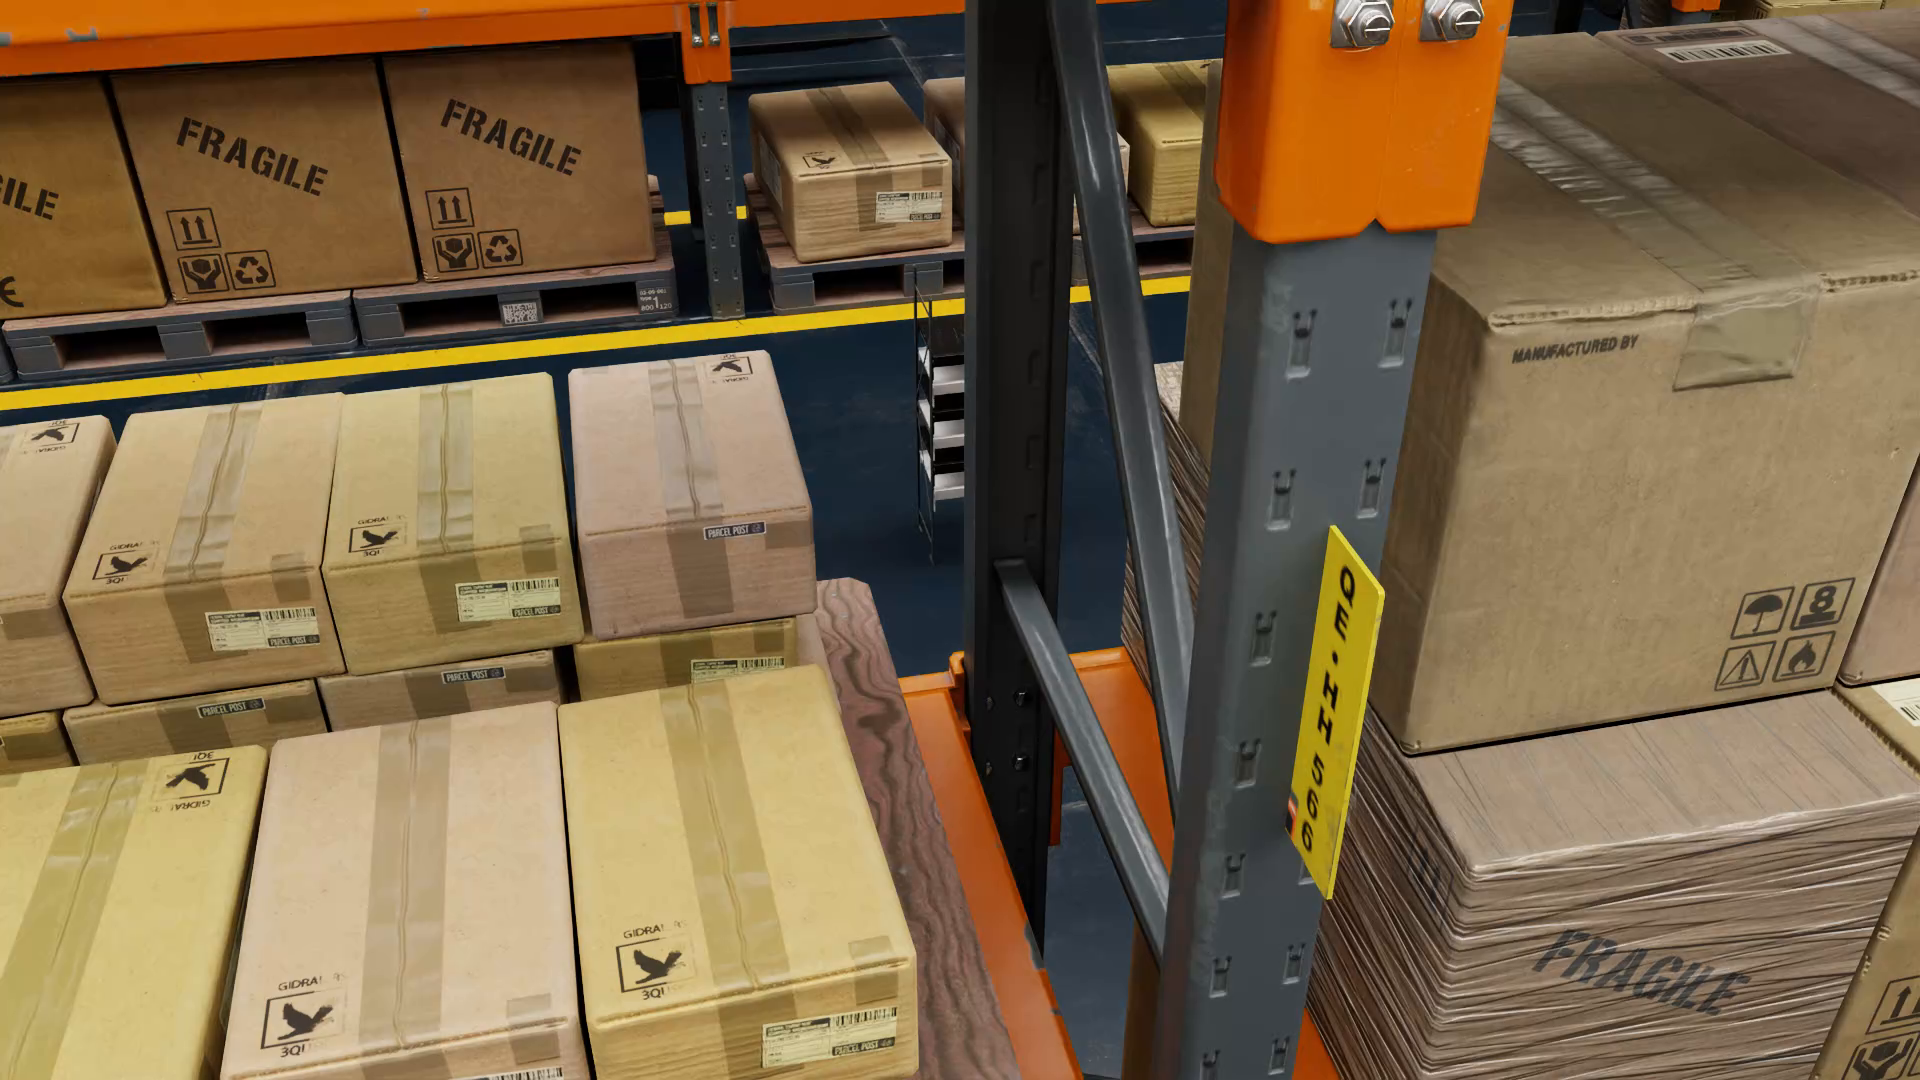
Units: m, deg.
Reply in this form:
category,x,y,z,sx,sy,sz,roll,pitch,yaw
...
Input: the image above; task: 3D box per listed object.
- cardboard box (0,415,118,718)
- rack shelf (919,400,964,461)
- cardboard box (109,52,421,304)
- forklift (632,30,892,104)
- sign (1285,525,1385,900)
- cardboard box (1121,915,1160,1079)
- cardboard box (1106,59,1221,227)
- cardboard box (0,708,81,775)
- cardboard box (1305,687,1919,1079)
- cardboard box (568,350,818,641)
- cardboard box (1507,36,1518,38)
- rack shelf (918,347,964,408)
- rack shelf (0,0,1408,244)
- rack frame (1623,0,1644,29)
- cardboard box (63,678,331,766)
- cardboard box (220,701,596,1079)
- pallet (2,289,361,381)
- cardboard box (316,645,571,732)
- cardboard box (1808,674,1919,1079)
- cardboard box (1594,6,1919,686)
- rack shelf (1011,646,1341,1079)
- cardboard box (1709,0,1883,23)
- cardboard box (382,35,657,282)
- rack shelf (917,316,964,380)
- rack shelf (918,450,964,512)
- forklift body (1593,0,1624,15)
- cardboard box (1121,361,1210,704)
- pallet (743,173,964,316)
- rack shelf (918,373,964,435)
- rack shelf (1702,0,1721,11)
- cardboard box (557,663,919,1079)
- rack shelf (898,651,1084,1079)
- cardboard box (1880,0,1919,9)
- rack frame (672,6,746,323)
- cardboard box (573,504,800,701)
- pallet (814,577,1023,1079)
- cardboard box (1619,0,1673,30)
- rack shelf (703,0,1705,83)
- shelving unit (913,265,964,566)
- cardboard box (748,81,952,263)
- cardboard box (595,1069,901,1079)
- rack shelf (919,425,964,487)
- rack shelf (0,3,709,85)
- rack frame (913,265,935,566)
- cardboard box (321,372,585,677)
category,x,y,z,sx,sy,sz,roll,pitch,yaw
cardboard box,-1.078,0.030,1.828,0.250,0.149,0.380,-9,35,-13
rack shelf,-0.008,-0.345,5.016,0.200,0.077,0.258,-7,35,-11
cardboard box,-2.578,-1.522,6.356,0.875,0.875,0.875,-7,34,-10
forklift,-1.908,-3.675,8.153,3.031,2.867,1.129,-8,35,-11
sign,0.304,0.147,1.371,0.005,0.325,0.100,-7,35,-11
cardboard box,0.789,1.035,2.658,0.750,0.750,1.050,-8,35,-11
cardboard box,0.997,-1.709,7.087,0.625,0.372,0.950,-6,34,-9
cardboard box,-1.110,0.158,1.904,0.250,0.149,0.380,-7,35,-10
cardboard box,0.673,0.351,1.945,0.500,0.500,0.500,-7,34,-10
cardboard box,-0.322,-0.064,1.968,0.250,0.149,0.380,-7,35,-10
cardboard box,2.375,-1.886,7.350,0.625,0.372,0.950,-7,34,-10
rack shelf,-0.008,-0.494,4.916,0.200,0.077,0.258,-7,35,-11
rack shelf,-1.775,-0.400,1.108,4.000,0.370,1.077,-7,35,-11
rack frame,2.885,-2.870,6.835,0.053,2.616,0.949,-7,35,-11
cardboard box,-0.864,0.127,1.951,0.250,0.149,0.380,-8,35,-12
cardboard box,-0.447,0.323,1.391,0.250,0.149,0.380,-8,35,-11
pallet,-2.988,-1.015,6.573,1.213,0.211,1.003,-7,35,-11
cardboard box,-0.605,0.092,2.002,0.250,0.149,0.380,-6,34,-8
cardboard box,1.168,0.287,2.041,0.500,0.500,0.500,-7,35,-11
cardboard box,1.108,-0.268,1.971,0.500,0.500,0.700,-8,35,-11
rack shelf,2.126,0.354,2.676,4.000,0.370,1.077,-7,35,-11
cardboard box,3.521,-2.138,7.162,0.500,0.500,0.500,-6,34,-8
cardboard box,-1.707,-1.629,6.516,0.875,0.875,0.875,-7,35,-11
rack shelf,-0.008,-0.569,4.866,0.200,0.077,0.258,-7,35,-11
rack shelf,-0.008,-0.196,5.117,0.200,0.077,0.258,-7,35,-11
forklift body,4.242,-4.480,9.996,1.214,2.155,2.313,-7,35,-11
cardboard box,0.555,0.058,2.382,0.500,0.500,0.500,-7,35,-11
pallet,-0.253,-1.314,7.019,1.213,0.211,1.003,-7,35,-11
rack shelf,-0.008,-0.420,4.966,0.200,0.077,0.258,-7,35,-11
rack shelf,4.837,-2.816,7.399,4.000,0.370,1.077,-7,35,-11
cardboard box,-0.202,0.293,1.435,0.250,0.149,0.380,-9,35,-12
rack shelf,-1.775,0.846,1.943,4.000,0.370,1.077,-7,35,-11
cardboard box,4.041,-2.211,7.270,0.500,0.500,0.500,-6,34,-9
rack frame,-1.015,-2.377,6.100,0.127,3.000,1.000,-7,35,-11
cardboard box,-0.340,0.058,2.054,0.250,0.149,0.380,-6,34,-8
pallet,-0.496,0.526,1.946,1.003,0.211,1.213,-7,35,-11
cardboard box,3.404,-2.431,7.599,0.500,0.500,0.500,-8,35,-11
rack shelf,0.935,-2.324,6.667,4.000,0.370,1.077,-7,35,-11
shelving unit,-0.008,-0.373,4.998,0.210,0.900,0.258,-7,35,-11
cardboard box,-0.462,-1.524,6.811,0.625,0.372,0.950,-9,35,-14
cardboard box,-0.206,0.416,1.520,0.250,0.149,0.380,-6,34,-10
rack shelf,-0.008,-0.270,5.066,0.200,0.077,0.258,-7,35,-11
rack shelf,-2.966,-1.832,5.934,4.000,0.370,1.077,-7,35,-11
rack frame,-0.107,-0.360,4.979,0.006,0.900,0.240,-7,35,-11
cardboard box,-0.580,-0.030,1.917,0.250,0.149,0.380,-8,35,-12
